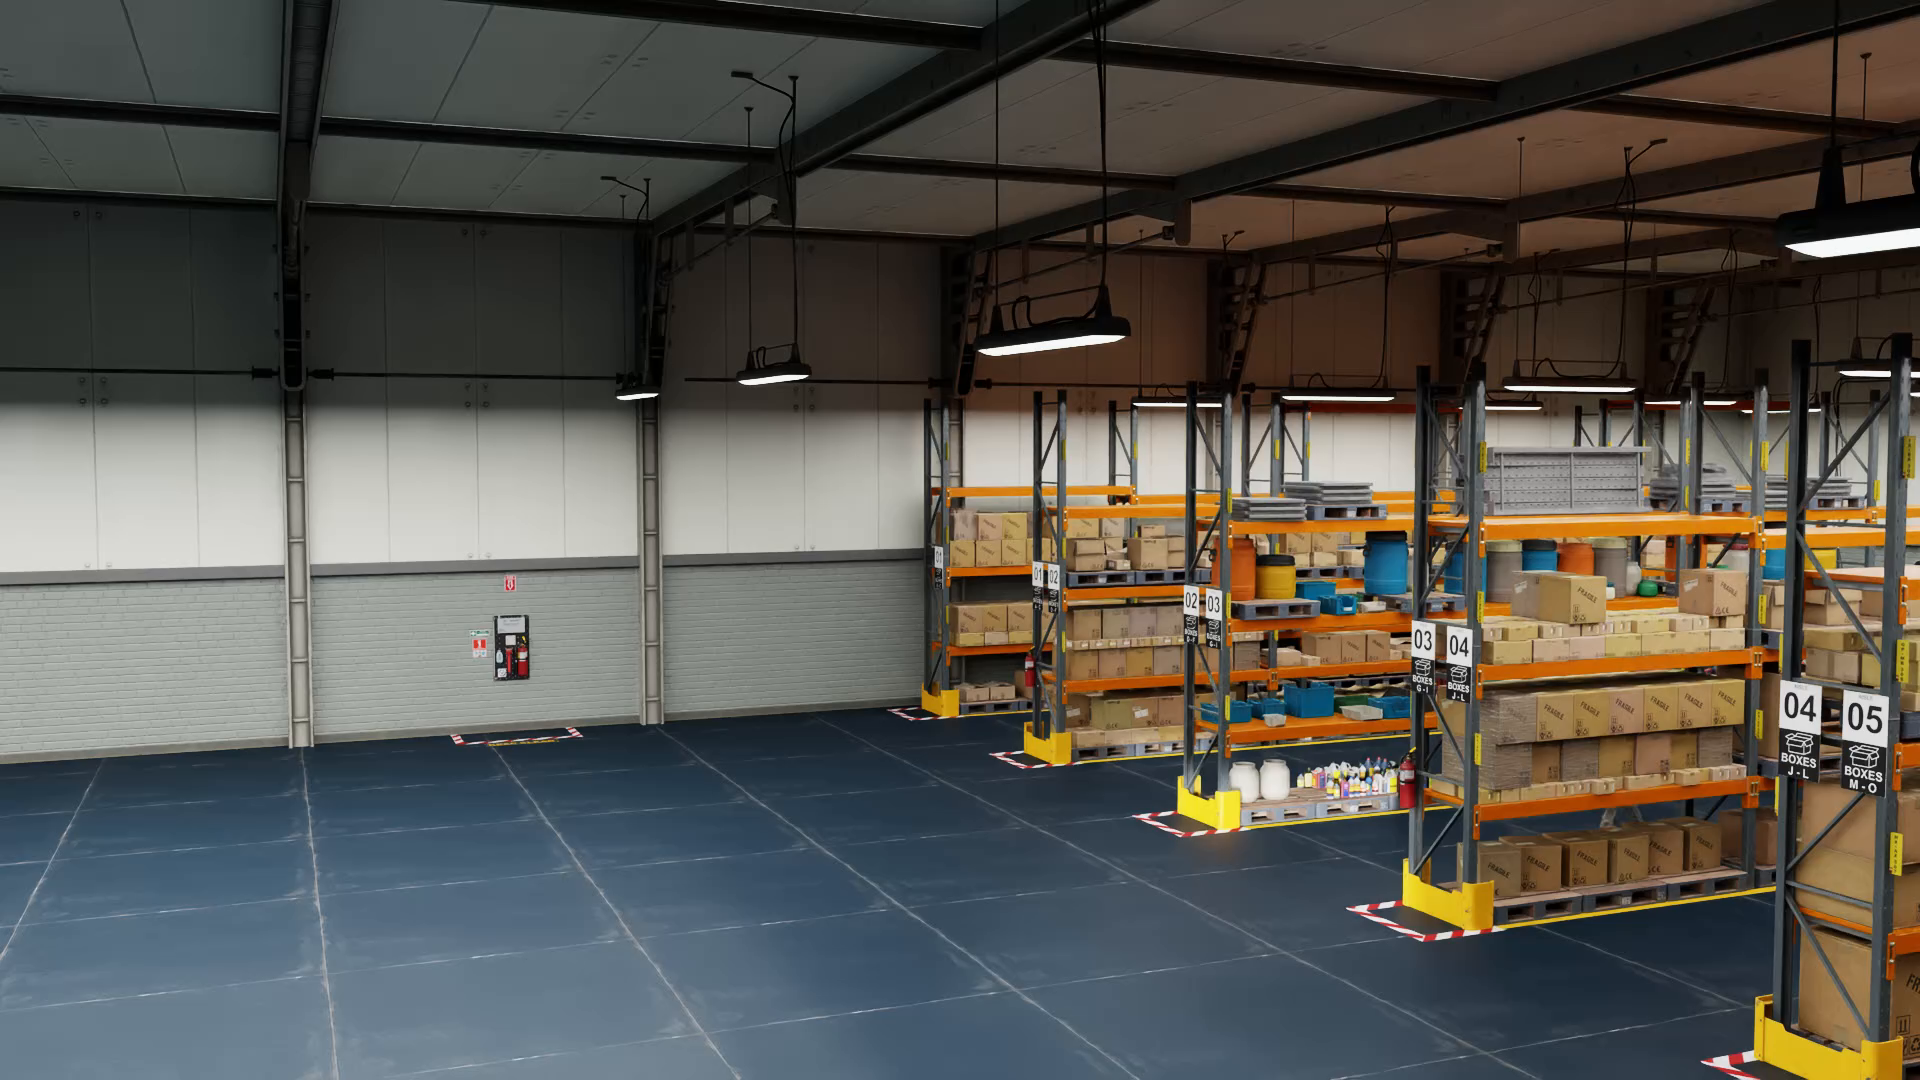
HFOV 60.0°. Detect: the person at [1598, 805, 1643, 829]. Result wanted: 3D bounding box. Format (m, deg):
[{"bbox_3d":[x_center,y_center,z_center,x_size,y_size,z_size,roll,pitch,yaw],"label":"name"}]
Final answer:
[{"bbox_3d":[8.353,3.016,21.247,0.937,1.736,0.651,0,3,-2],"label":"person"}]
